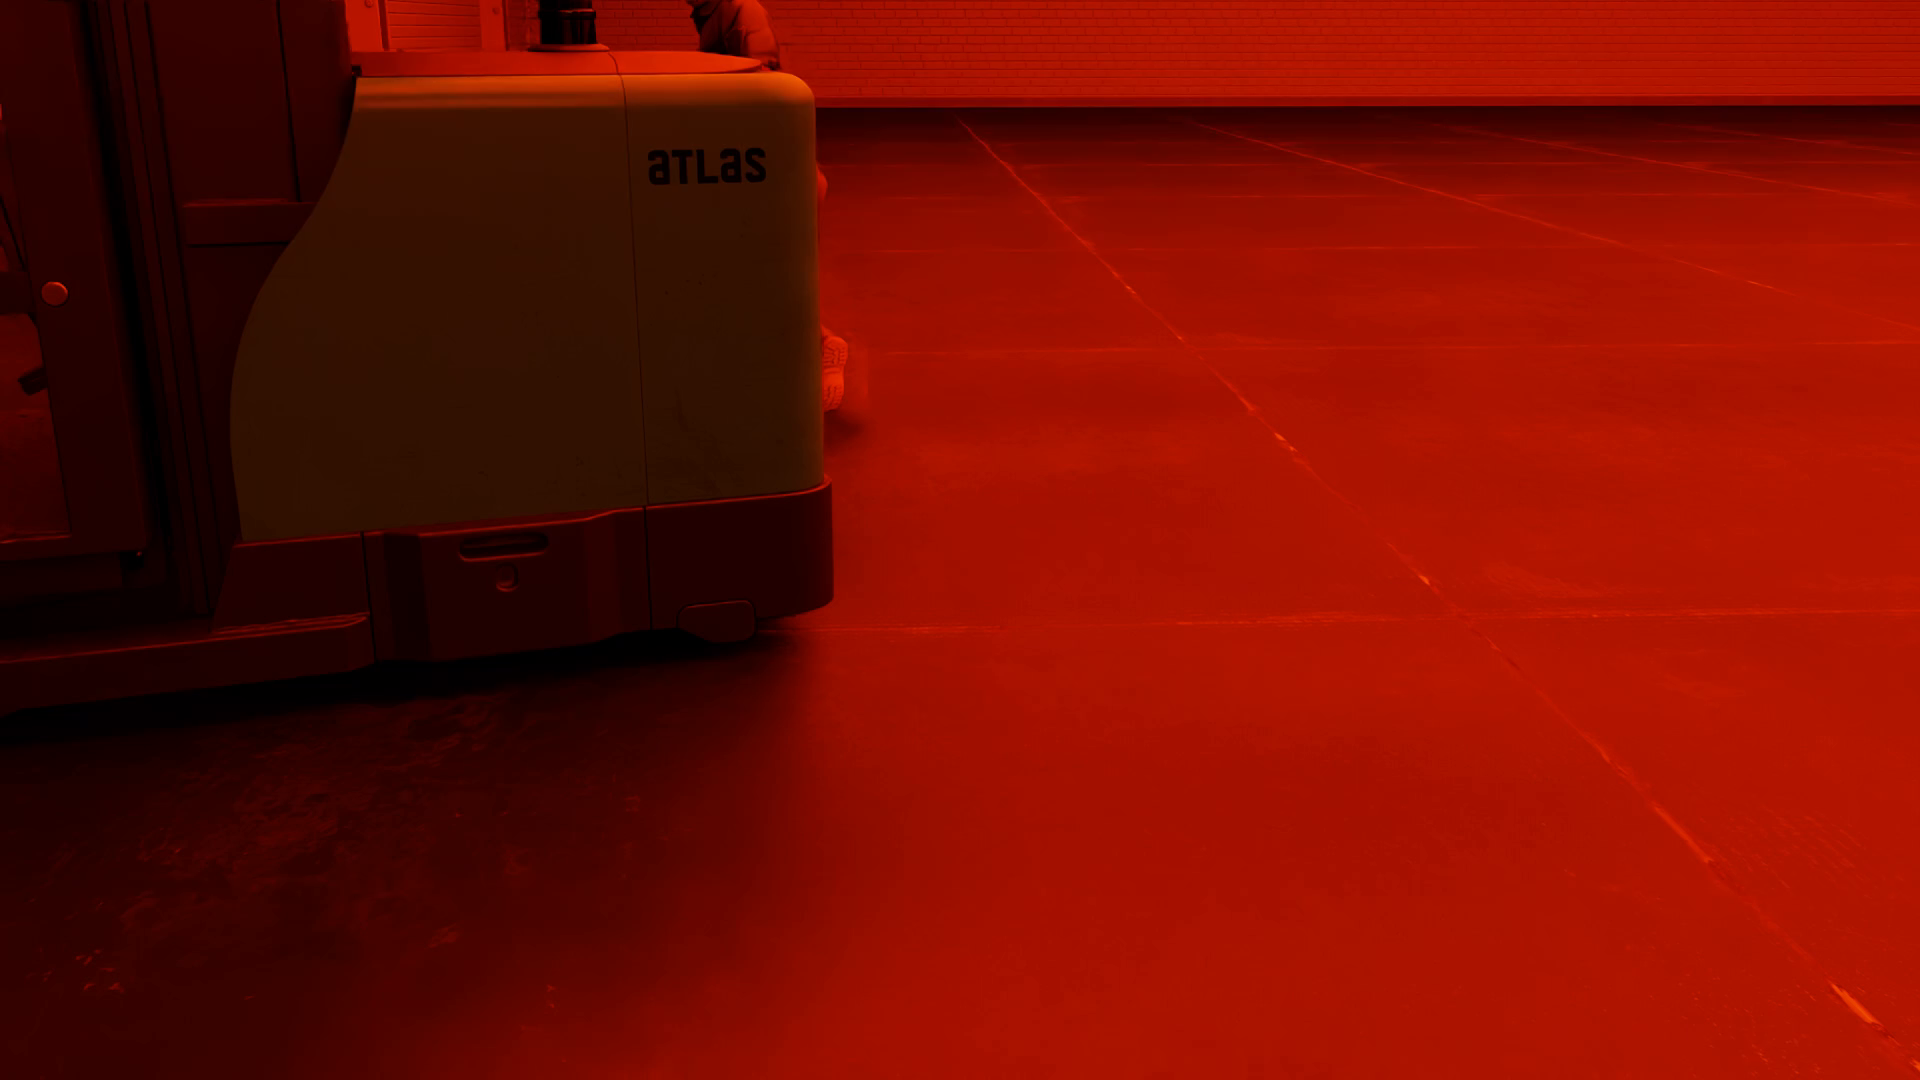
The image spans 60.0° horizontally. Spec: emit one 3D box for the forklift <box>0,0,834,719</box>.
[{"bbox_3d":[-1.824,-1.196,2.819,3.031,2.935,1.130,-6,18,-19],"label":"forklift"}]

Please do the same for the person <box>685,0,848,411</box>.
[{"bbox_3d":[-0.595,-1.048,4.916,0.493,1.503,0.885,0,17,0],"label":"person"}]
